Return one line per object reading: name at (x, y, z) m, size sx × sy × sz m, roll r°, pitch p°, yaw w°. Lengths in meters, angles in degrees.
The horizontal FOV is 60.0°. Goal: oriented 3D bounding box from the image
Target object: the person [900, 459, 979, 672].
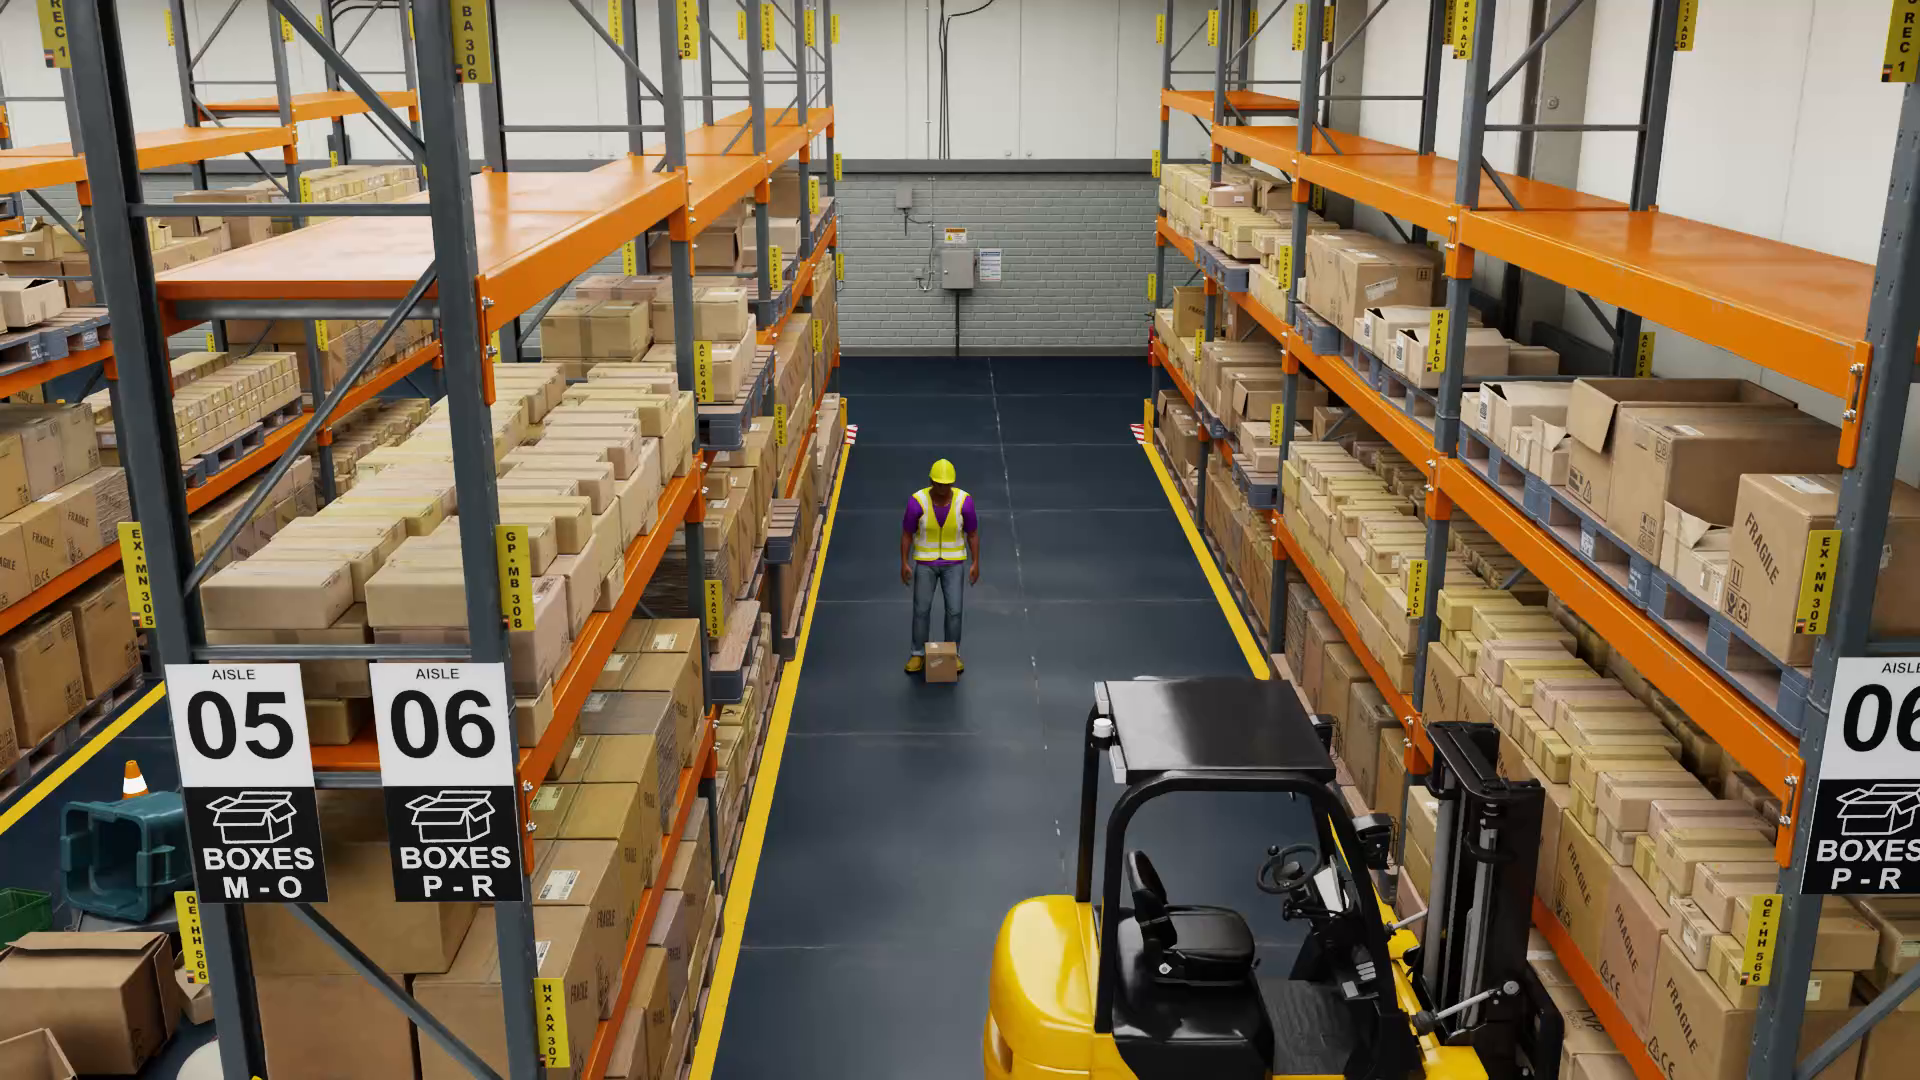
person at (-0.162, 0.196, 13.372) m, size 0.638 × 1.761 × 0.457 m, roll -1°, pitch 17°, yaw -3°
